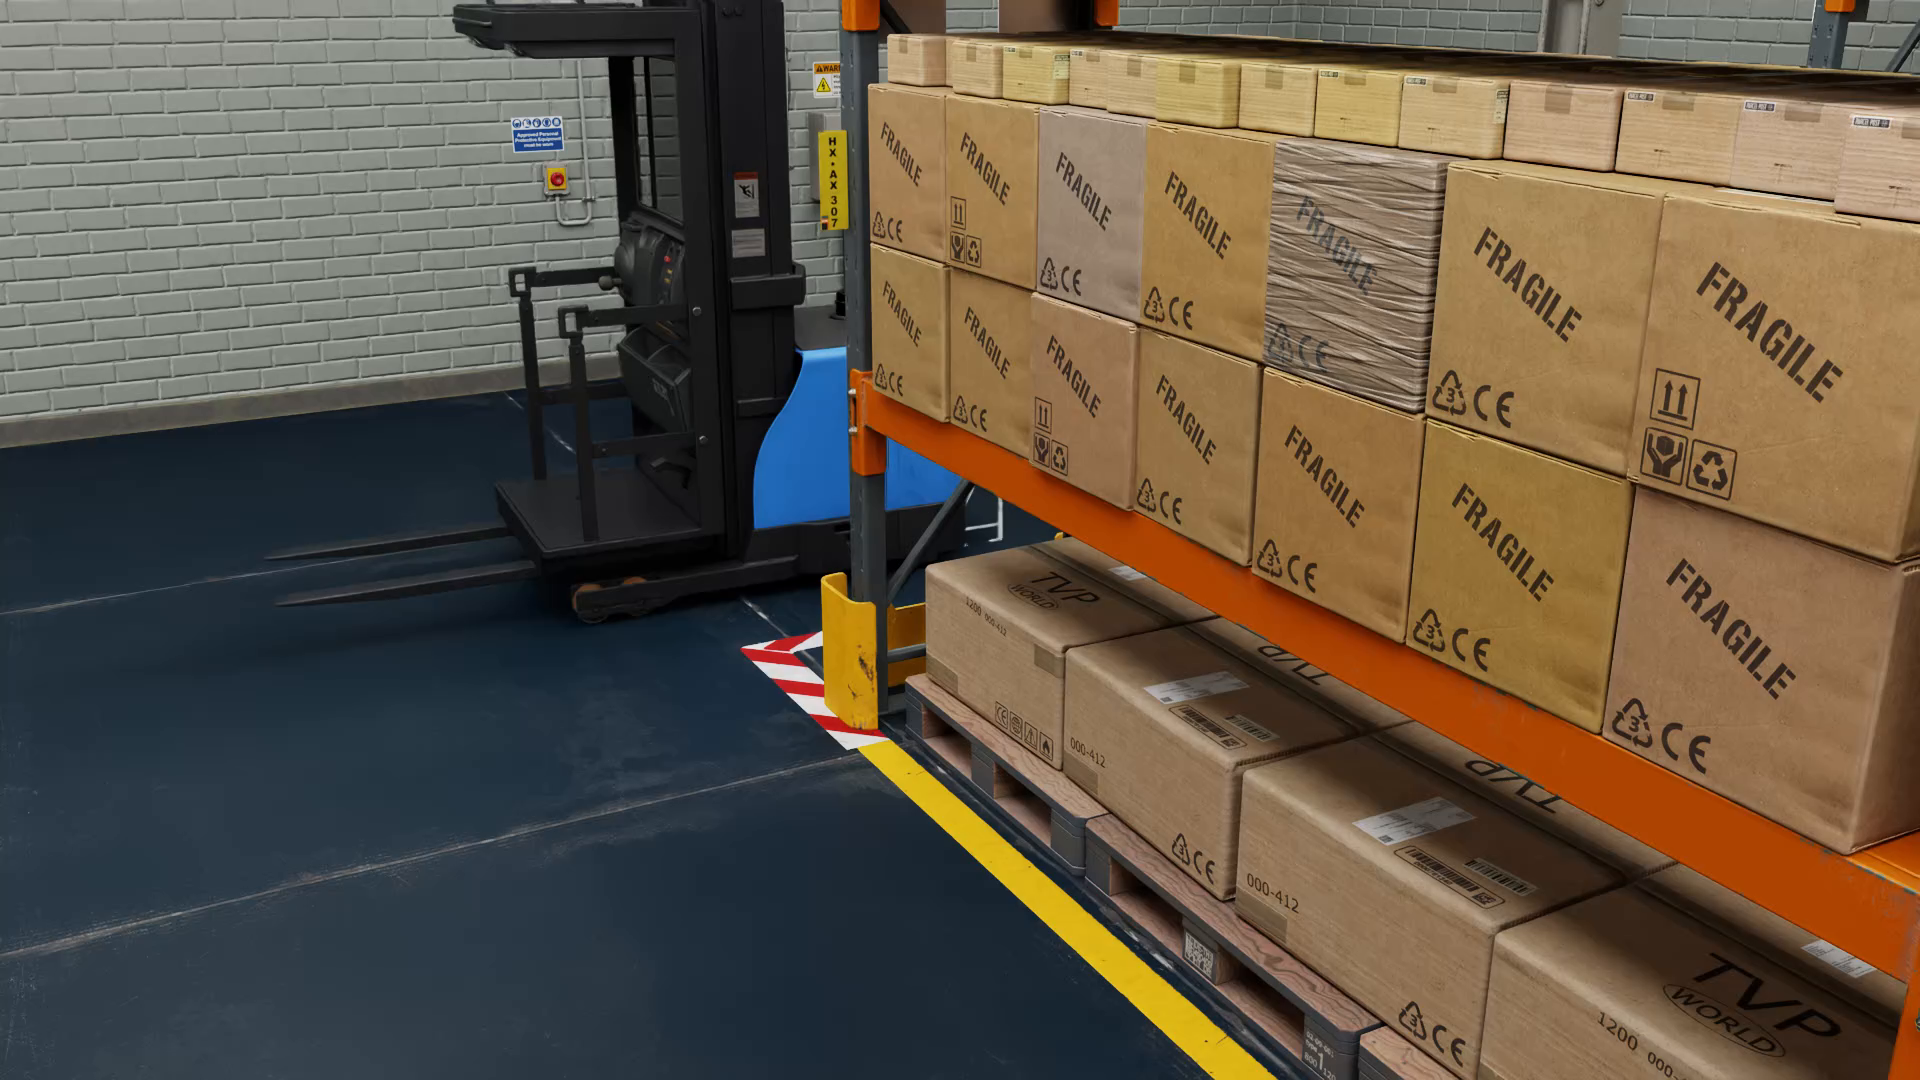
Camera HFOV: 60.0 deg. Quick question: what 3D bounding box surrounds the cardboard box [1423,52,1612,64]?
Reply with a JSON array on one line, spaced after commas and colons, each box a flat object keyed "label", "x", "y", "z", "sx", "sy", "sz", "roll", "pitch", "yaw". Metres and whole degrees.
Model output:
[{"label": "cardboard box", "x": 1.339, "y": -1.092, "z": 4.016, "sx": 0.380, "sy": 0.149, "sz": 0.250, "roll": -10, "pitch": 21, "yaw": -26}]

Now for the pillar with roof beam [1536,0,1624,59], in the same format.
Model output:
[{"label": "pillar with roof beam", "x": 0.159, "y": -4.695, "z": 7.942, "sx": 9.100, "sy": 9.000, "sz": 0.400, "roll": -10, "pitch": 21, "yaw": -27}]

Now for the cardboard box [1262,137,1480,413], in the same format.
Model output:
[{"label": "cardboard box", "x": 1.016, "y": -0.598, "z": 3.581, "sx": 0.500, "sy": 0.500, "sz": 0.500, "roll": -10, "pitch": 21, "yaw": -26}]

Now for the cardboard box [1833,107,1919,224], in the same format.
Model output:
[{"label": "cardboard box", "x": 1.541, "y": -0.560, "z": 2.475, "sx": 0.380, "sy": 0.149, "sz": 0.250, "roll": -10, "pitch": 22, "yaw": -28}]

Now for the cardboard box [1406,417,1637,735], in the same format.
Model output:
[{"label": "cardboard box", "x": 1.273, "y": 0.018, "z": 3.327, "sx": 0.500, "sy": 0.500, "sz": 0.500, "roll": -11, "pitch": 22, "yaw": -28}]

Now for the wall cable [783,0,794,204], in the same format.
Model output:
[{"label": "wall cable", "x": -1.388, "y": -3.161, "z": 11.135, "sx": 0.588, "sy": 1.984, "sz": 0.122, "roll": -10, "pitch": 21, "yaw": -27}]

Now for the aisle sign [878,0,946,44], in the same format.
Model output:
[{"label": "aisle sign", "x": -0.221, "y": -2.047, "z": 5.480, "sx": 0.394, "sy": 0.787, "sz": 0.004, "roll": -10, "pitch": 21, "yaw": -27}]

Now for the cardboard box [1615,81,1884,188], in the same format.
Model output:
[{"label": "cardboard box", "x": 1.402, "y": -0.725, "z": 2.955, "sx": 0.380, "sy": 0.149, "sz": 0.250, "roll": -10, "pitch": 21, "yaw": -27}]

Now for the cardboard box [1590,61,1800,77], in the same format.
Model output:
[{"label": "cardboard box", "x": 1.587, "y": -0.951, "z": 3.609, "sx": 0.380, "sy": 0.149, "sz": 0.250, "roll": -11, "pitch": 22, "yaw": -28}]

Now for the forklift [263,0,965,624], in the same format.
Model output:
[{"label": "forklift", "x": -1.532, "y": -1.225, "z": 7.188, "sx": 3.031, "sy": 2.935, "sz": 1.130, "roll": -9, "pitch": 21, "yaw": -24}]

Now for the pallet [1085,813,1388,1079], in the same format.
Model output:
[{"label": "pallet", "x": 1.092, "y": 1.043, "z": 4.785, "sx": 1.003, "sy": 0.211, "sz": 1.213, "roll": -10, "pitch": 21, "yaw": -27}]

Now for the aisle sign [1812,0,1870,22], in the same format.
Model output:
[{"label": "aisle sign", "x": 4.144, "y": -2.815, "z": 7.706, "sx": 0.394, "sy": 0.787, "sz": 0.004, "roll": -10, "pitch": 21, "yaw": -27}]

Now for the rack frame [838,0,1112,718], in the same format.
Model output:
[{"label": "rack frame", "x": 0.068, "y": -0.842, "z": 5.974, "sx": 1.000, "sy": 3.000, "sz": 0.127, "roll": -10, "pitch": 21, "yaw": -27}]

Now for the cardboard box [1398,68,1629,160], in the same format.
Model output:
[{"label": "cardboard box", "x": 1.115, "y": -0.862, "z": 3.349, "sx": 0.380, "sy": 0.149, "sz": 0.250, "roll": -10, "pitch": 21, "yaw": -27}]

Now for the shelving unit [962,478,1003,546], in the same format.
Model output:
[{"label": "shelving unit", "x": -0.011, "y": -0.624, "z": 8.100, "sx": 0.258, "sy": 1.200, "sz": 0.503, "roll": -9, "pitch": 21, "yaw": -25}]

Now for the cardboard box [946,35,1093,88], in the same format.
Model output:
[{"label": "cardboard box", "x": 0.180, "y": -1.460, "z": 5.083, "sx": 0.380, "sy": 0.149, "sz": 0.250, "roll": -9, "pitch": 21, "yaw": -25}]

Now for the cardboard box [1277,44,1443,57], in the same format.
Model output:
[{"label": "cardboard box", "x": 1.069, "y": -1.239, "z": 4.443, "sx": 0.380, "sy": 0.149, "sz": 0.250, "roll": -9, "pitch": 21, "yaw": -25}]

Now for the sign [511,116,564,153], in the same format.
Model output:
[{"label": "sign", "x": -2.702, "y": -2.595, "z": 10.640, "sx": 0.327, "sy": 0.218, "sz": 0.001, "roll": -10, "pitch": 21, "yaw": -27}]

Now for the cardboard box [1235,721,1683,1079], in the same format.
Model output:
[{"label": "cardboard box", "x": 1.338, "y": 0.865, "z": 4.311, "sx": 0.875, "sy": 0.438, "sz": 0.875, "roll": -11, "pitch": 22, "yaw": -28}]

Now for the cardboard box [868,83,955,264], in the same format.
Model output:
[{"label": "cardboard box", "x": 0.045, "y": -1.180, "z": 5.268, "sx": 0.500, "sy": 0.500, "sz": 0.500, "roll": -11, "pitch": 22, "yaw": -28}]

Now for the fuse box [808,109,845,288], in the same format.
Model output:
[{"label": "fuse box", "x": -0.712, "y": -2.132, "z": 11.687, "sx": 0.539, "sy": 1.711, "sz": 0.414, "roll": -10, "pitch": 21, "yaw": -27}]

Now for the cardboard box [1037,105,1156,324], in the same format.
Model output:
[{"label": "cardboard box", "x": 0.548, "y": -0.887, "z": 4.416, "sx": 0.500, "sy": 0.500, "sz": 0.500, "roll": -10, "pitch": 21, "yaw": -27}]

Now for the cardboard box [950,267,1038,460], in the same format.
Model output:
[{"label": "cardboard box", "x": 0.308, "y": -0.567, "z": 5.021, "sx": 0.500, "sy": 0.500, "sz": 0.500, "roll": -10, "pitch": 22, "yaw": -27}]

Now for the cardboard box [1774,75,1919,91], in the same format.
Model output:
[{"label": "cardboard box", "x": 1.751, "y": -0.790, "z": 3.140, "sx": 0.380, "sy": 0.149, "sz": 0.250, "roll": -10, "pitch": 22, "yaw": -27}]

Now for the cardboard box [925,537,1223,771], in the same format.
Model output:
[{"label": "cardboard box", "x": 0.469, "y": 0.344, "z": 5.820, "sx": 0.875, "sy": 0.438, "sz": 0.875, "roll": -11, "pitch": 22, "yaw": -28}]

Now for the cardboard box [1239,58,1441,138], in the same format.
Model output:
[{"label": "cardboard box", "x": 0.860, "y": -1.005, "z": 3.764, "sx": 0.380, "sy": 0.149, "sz": 0.250, "roll": -10, "pitch": 21, "yaw": -27}]

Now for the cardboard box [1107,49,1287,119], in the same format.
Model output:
[{"label": "cardboard box", "x": 0.596, "y": -1.150, "z": 4.184, "sx": 0.380, "sy": 0.149, "sz": 0.250, "roll": -10, "pitch": 21, "yaw": -26}]

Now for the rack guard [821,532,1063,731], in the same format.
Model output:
[{"label": "rack guard", "x": 0.057, "y": 0.332, "z": 6.402, "sx": 1.175, "sy": 0.500, "sz": 0.348, "roll": -10, "pitch": 21, "yaw": -27}]

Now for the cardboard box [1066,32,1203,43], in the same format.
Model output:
[{"label": "cardboard box", "x": 0.556, "y": -1.528, "z": 5.280, "sx": 0.380, "sy": 0.149, "sz": 0.250, "roll": -10, "pitch": 21, "yaw": -26}]

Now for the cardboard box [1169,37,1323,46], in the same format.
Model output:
[{"label": "cardboard box", "x": 0.836, "y": -1.388, "z": 4.875, "sx": 0.380, "sy": 0.149, "sz": 0.250, "roll": -9, "pitch": 21, "yaw": -25}]

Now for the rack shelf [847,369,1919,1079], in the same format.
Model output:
[{"label": "rack shelf", "x": 1.018, "y": 0.072, "z": 4.428, "sx": 1.077, "sy": 0.370, "sz": 4.000, "roll": -10, "pitch": 21, "yaw": -27}]

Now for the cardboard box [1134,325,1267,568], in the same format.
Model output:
[{"label": "cardboard box", "x": 0.786, "y": -0.277, "z": 4.181, "sx": 0.500, "sy": 0.500, "sz": 0.500, "roll": -9, "pitch": 21, "yaw": -25}]

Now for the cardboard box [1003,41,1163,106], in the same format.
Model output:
[{"label": "cardboard box", "x": 0.343, "y": -1.295, "z": 4.605, "sx": 0.380, "sy": 0.149, "sz": 0.250, "roll": -11, "pitch": 22, "yaw": -28}]

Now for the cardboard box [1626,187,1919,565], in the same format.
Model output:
[{"label": "cardboard box", "x": 1.500, "y": -0.307, "z": 2.736, "sx": 0.500, "sy": 0.500, "sz": 0.500, "roll": -10, "pitch": 21, "yaw": -27}]
